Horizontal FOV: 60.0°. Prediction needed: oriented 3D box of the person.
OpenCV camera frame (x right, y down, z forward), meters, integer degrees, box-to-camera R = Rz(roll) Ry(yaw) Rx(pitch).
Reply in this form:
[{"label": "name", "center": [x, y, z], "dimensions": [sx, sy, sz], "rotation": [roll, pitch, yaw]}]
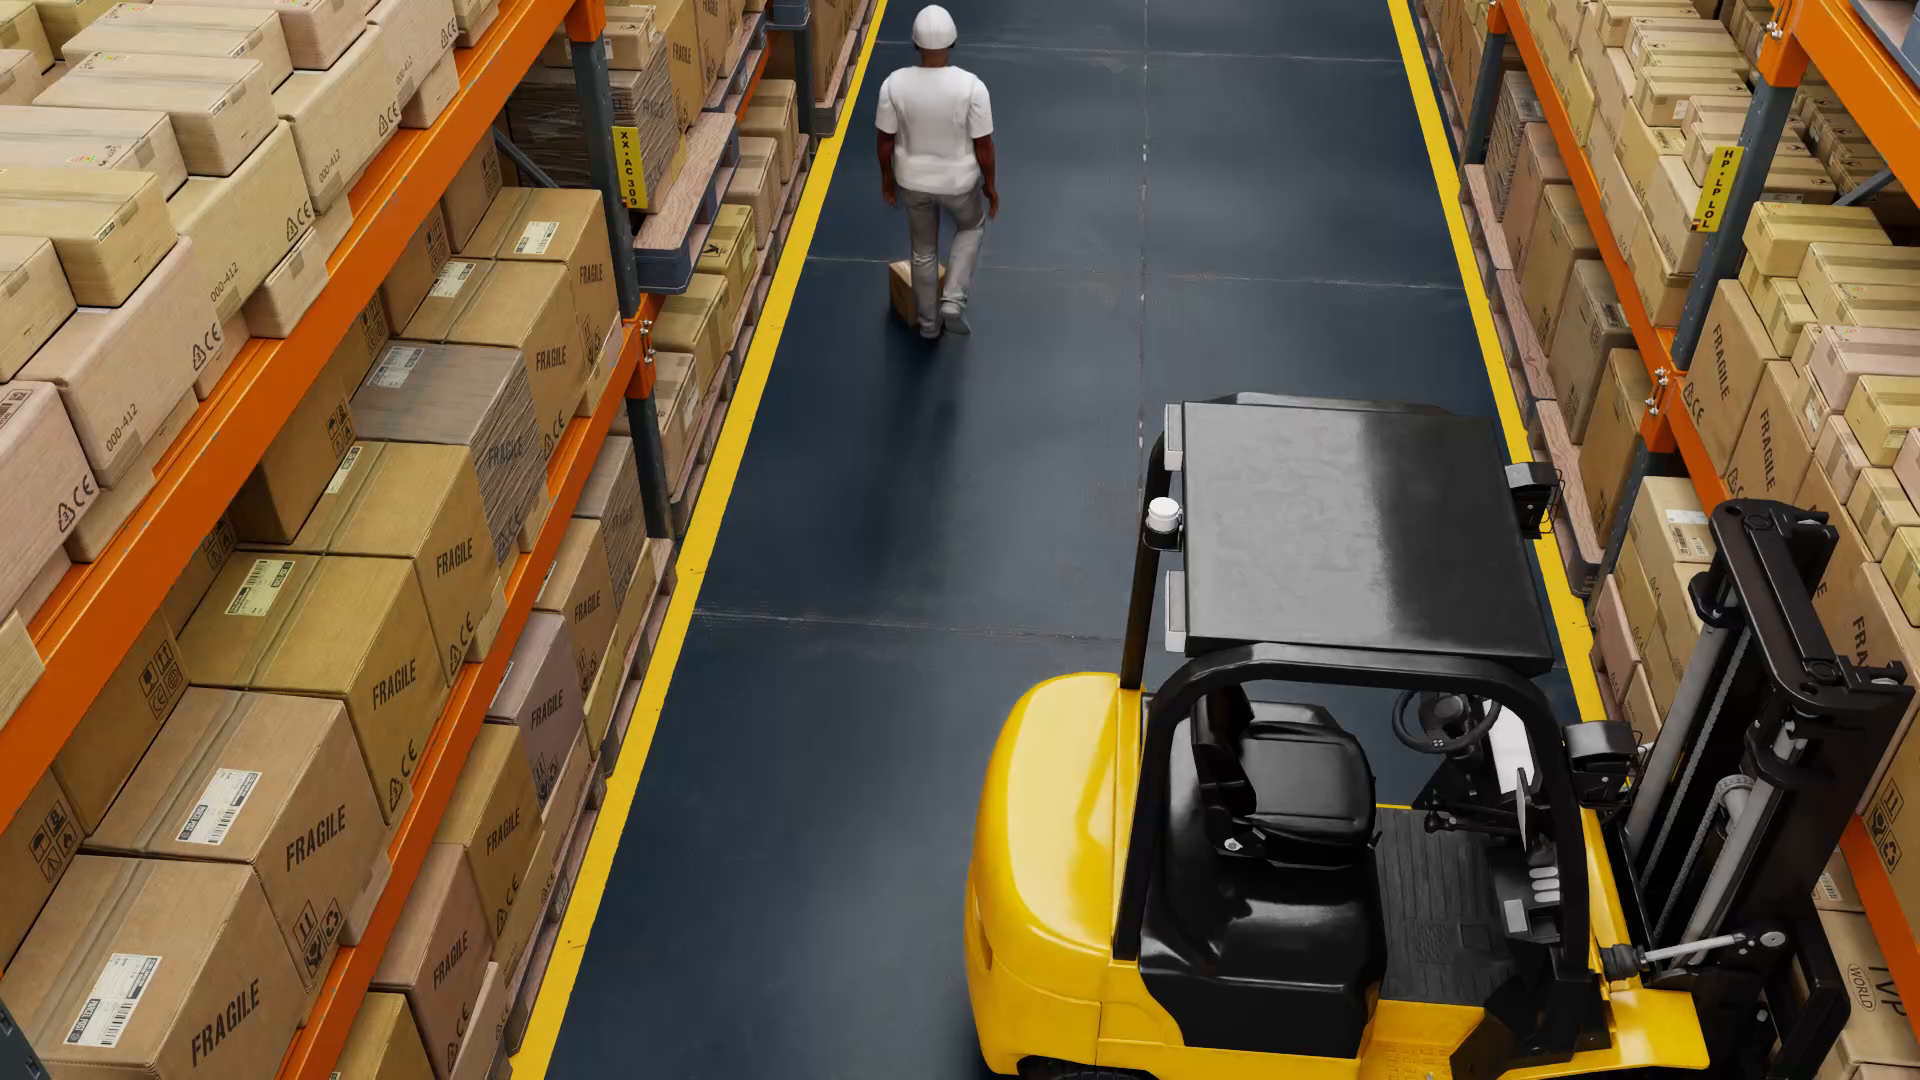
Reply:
[{"label": "person", "center": [-0.101, -1.807, 8.255], "dimensions": [0.610, 1.760, 0.482], "rotation": [5, 40, 6]}]
